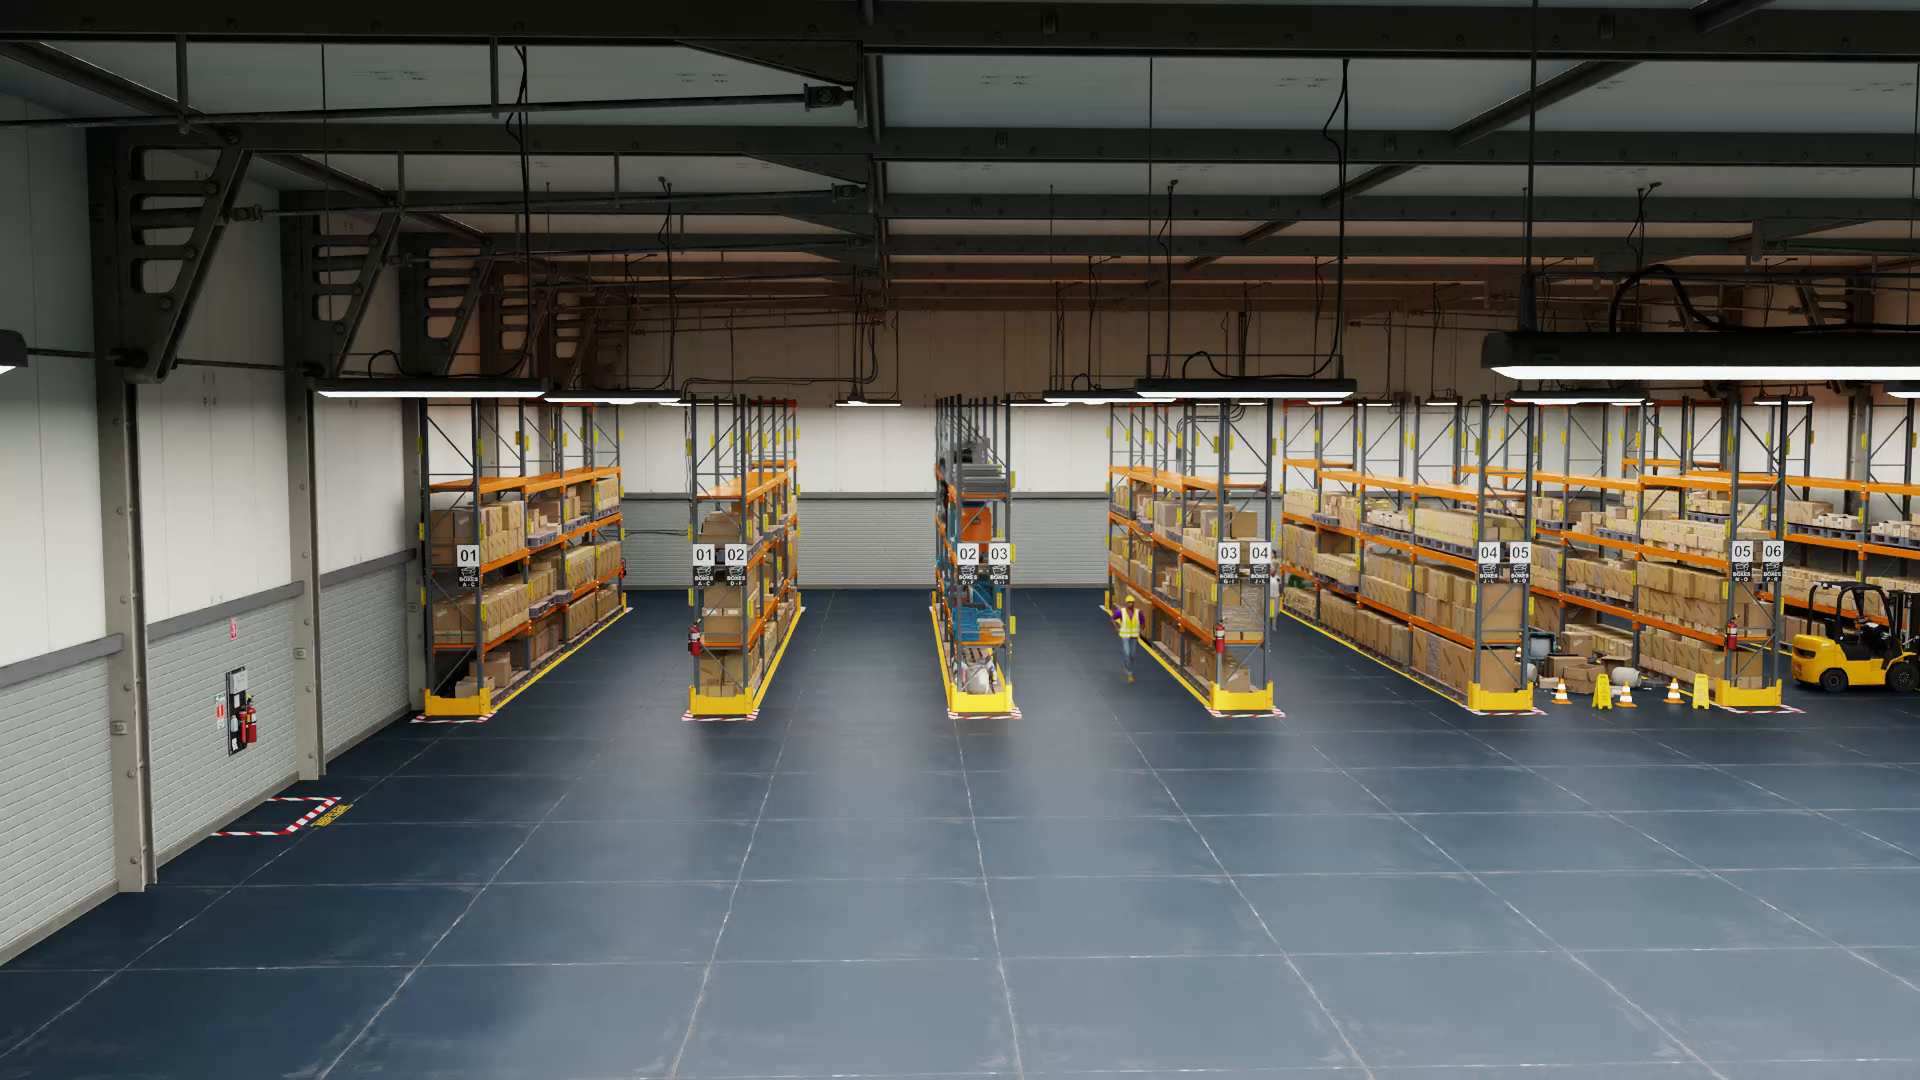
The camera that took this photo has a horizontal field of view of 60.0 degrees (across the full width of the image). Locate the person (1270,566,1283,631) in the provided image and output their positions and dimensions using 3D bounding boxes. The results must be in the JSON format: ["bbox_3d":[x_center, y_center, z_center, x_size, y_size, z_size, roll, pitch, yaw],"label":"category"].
[{"bbox_3d":[8.127,1.498,43.266,0.588,1.696,0.827,0,4,-2],"label":"person"}]

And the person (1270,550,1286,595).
[{"bbox_3d":[9.246,1.065,48.998,0.918,1.597,0.650,-1,5,-9],"label":"person"}]

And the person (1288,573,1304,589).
[{"bbox_3d":[9.869,0.966,48.744,0.922,1.793,0.666,-1,5,-12],"label":"person"}]

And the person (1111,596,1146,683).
[{"bbox_3d":[3.585,2.062,35.148,0.697,1.779,0.978,-1,5,-9],"label":"person"}]

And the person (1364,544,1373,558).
[{"bbox_3d":[12.135,0.993,49.177,0.652,1.757,0.711,0,4,0],"label":"person"}]
